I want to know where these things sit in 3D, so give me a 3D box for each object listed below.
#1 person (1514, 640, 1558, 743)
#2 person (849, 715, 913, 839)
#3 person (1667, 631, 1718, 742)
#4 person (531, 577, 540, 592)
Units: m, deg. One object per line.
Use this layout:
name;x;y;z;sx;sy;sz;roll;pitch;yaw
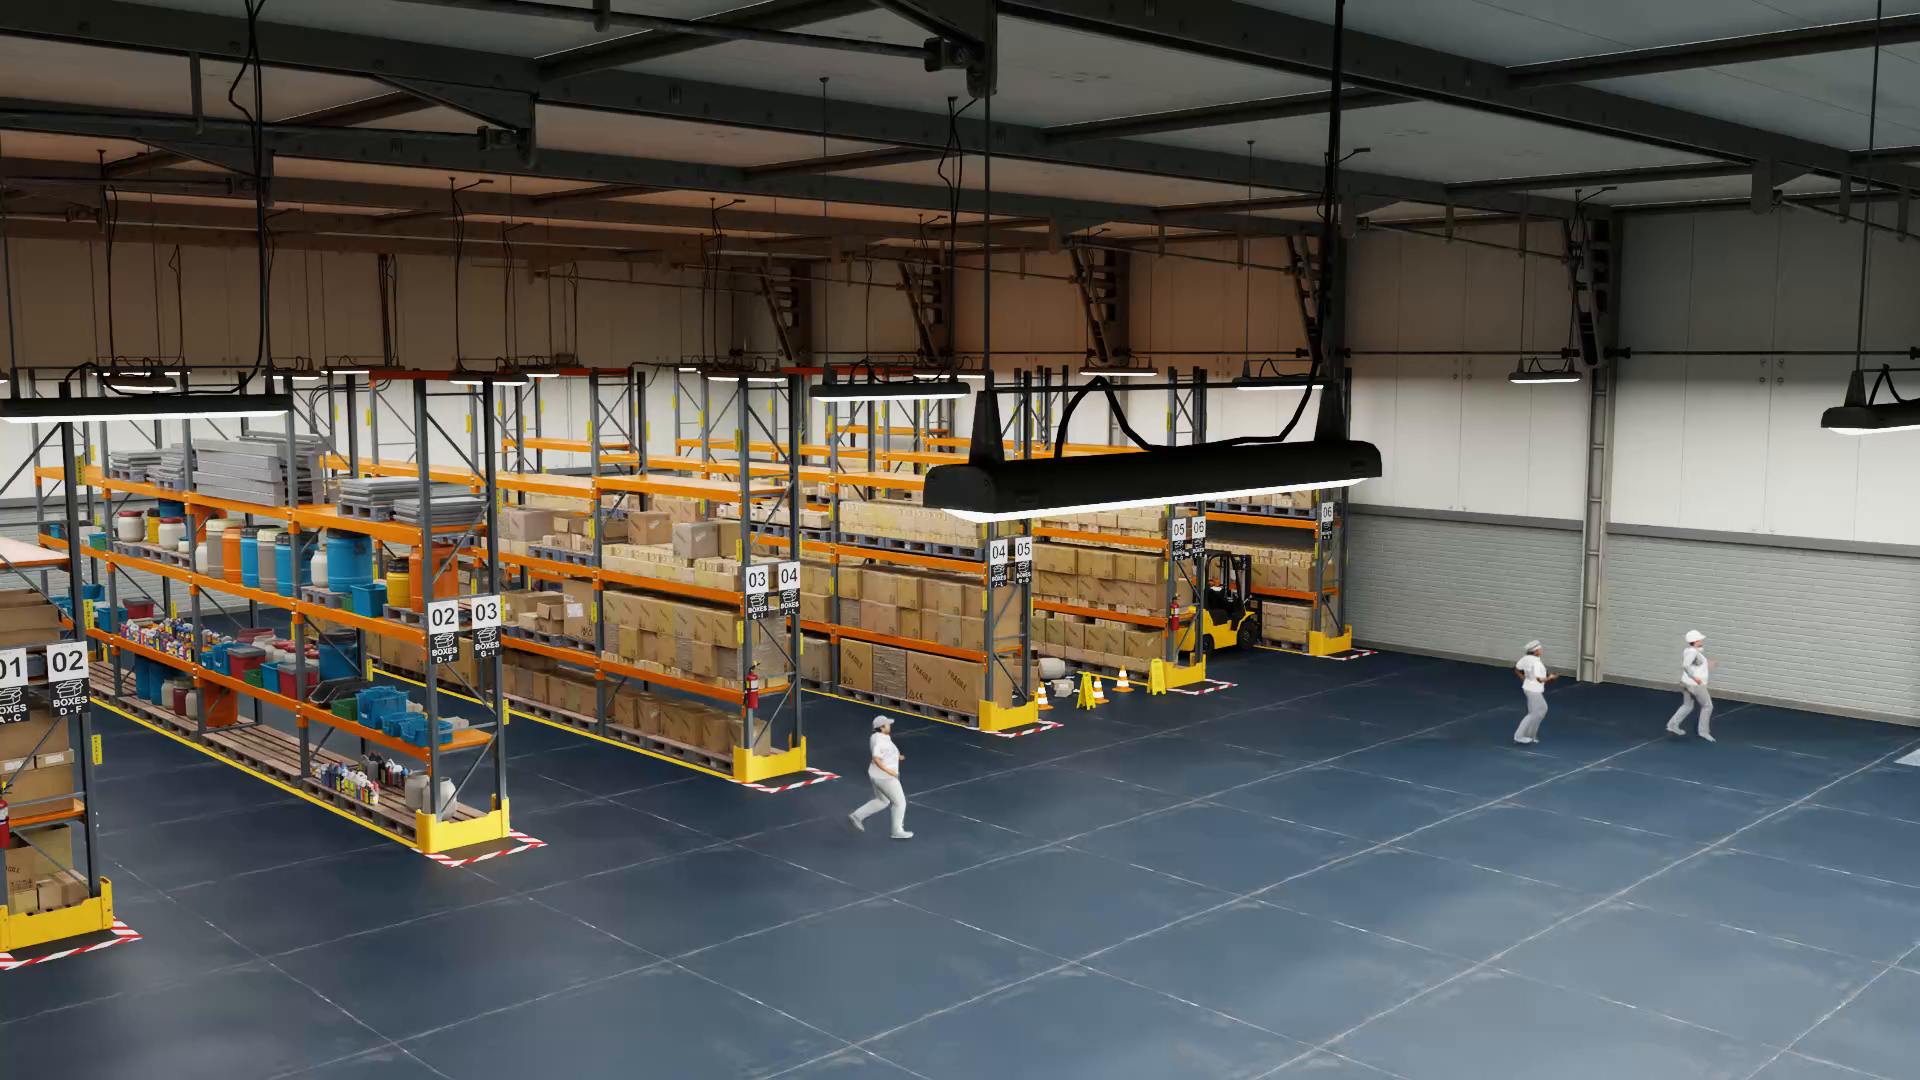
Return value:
person;9.301;2.472;26.887;0.665;1.726;0.555;0;6;0
person;-1.017;3.084;21.606;0.823;1.634;0.620;-2;7;-18
person;11.980;2.384;27.153;0.747;1.825;0.643;1;6;6
person;-10.477;0.875;41.109;0.910;1.681;0.578;-6;9;-42
